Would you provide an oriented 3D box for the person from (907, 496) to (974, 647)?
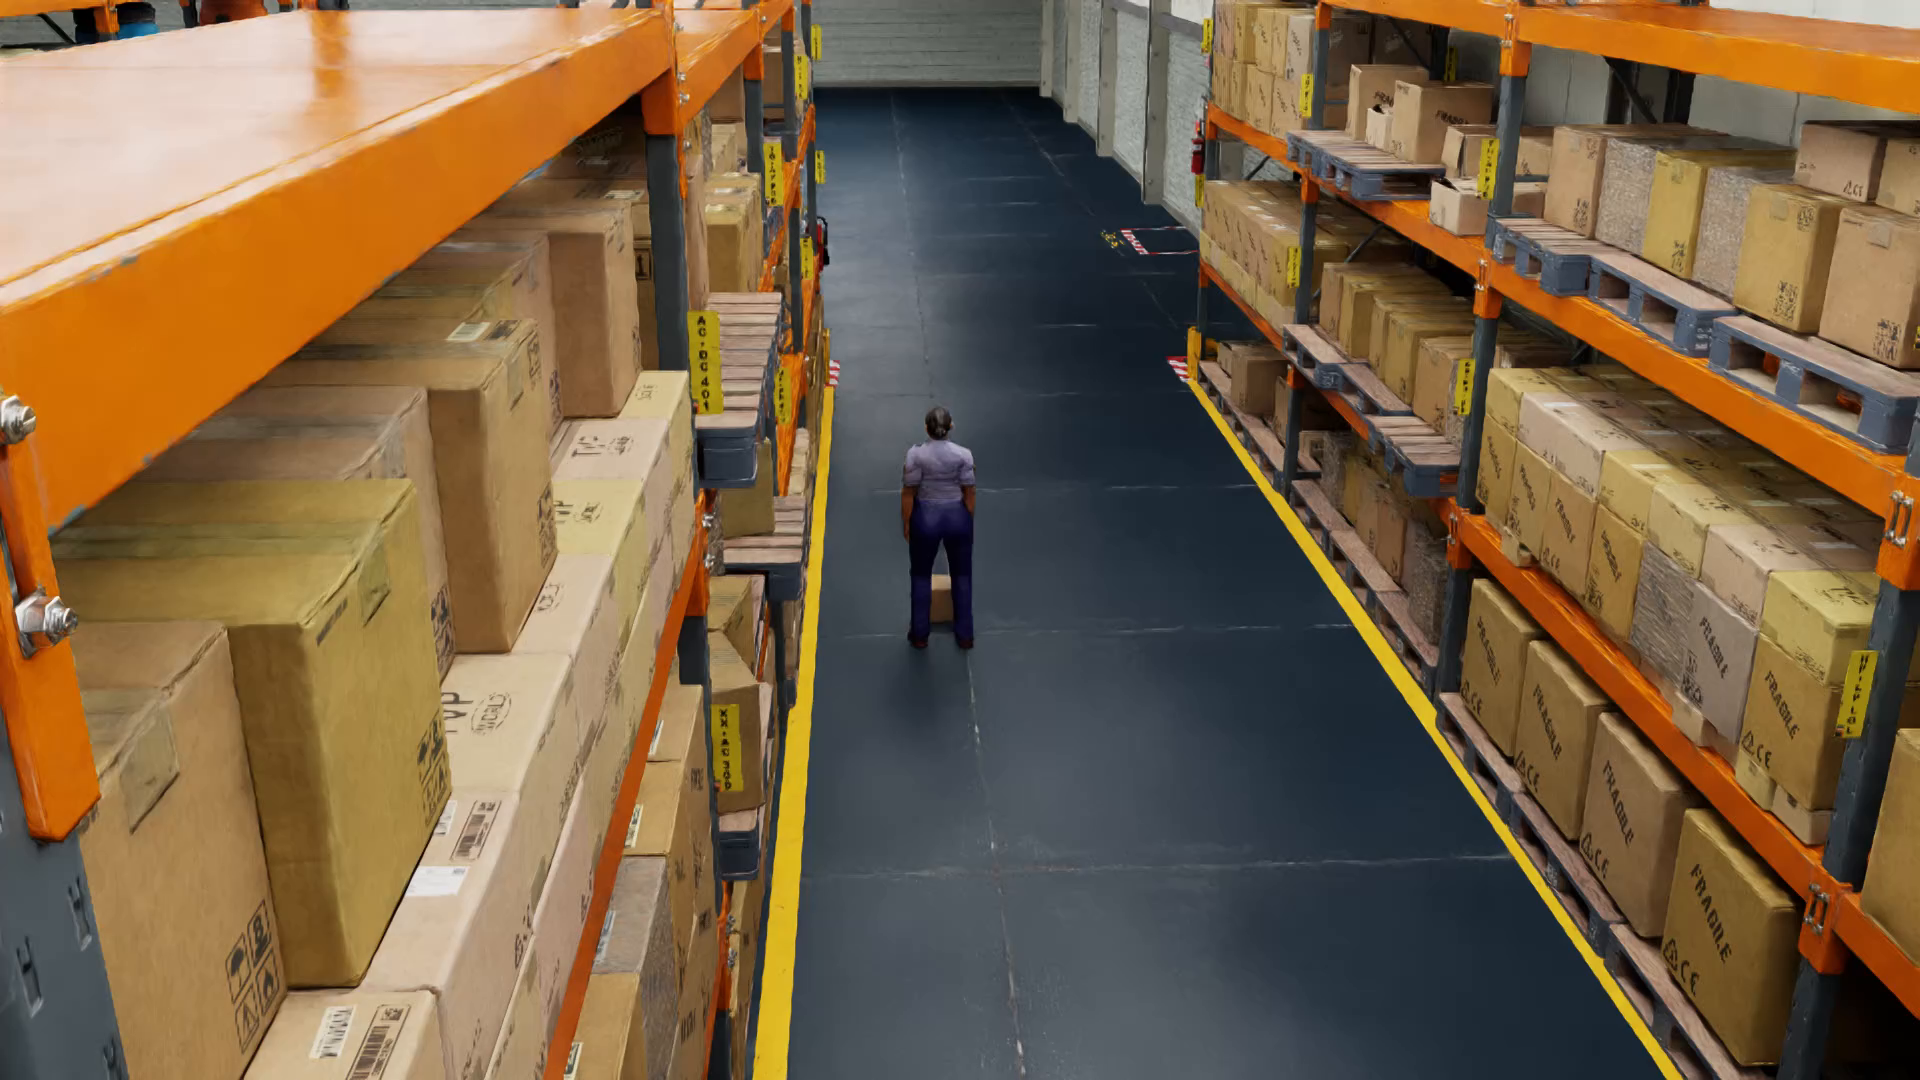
[{"bbox_3d":[-0.129,0.202,10.976,0.447,1.035,0.342,-1,21,-2],"label":"person"}]
